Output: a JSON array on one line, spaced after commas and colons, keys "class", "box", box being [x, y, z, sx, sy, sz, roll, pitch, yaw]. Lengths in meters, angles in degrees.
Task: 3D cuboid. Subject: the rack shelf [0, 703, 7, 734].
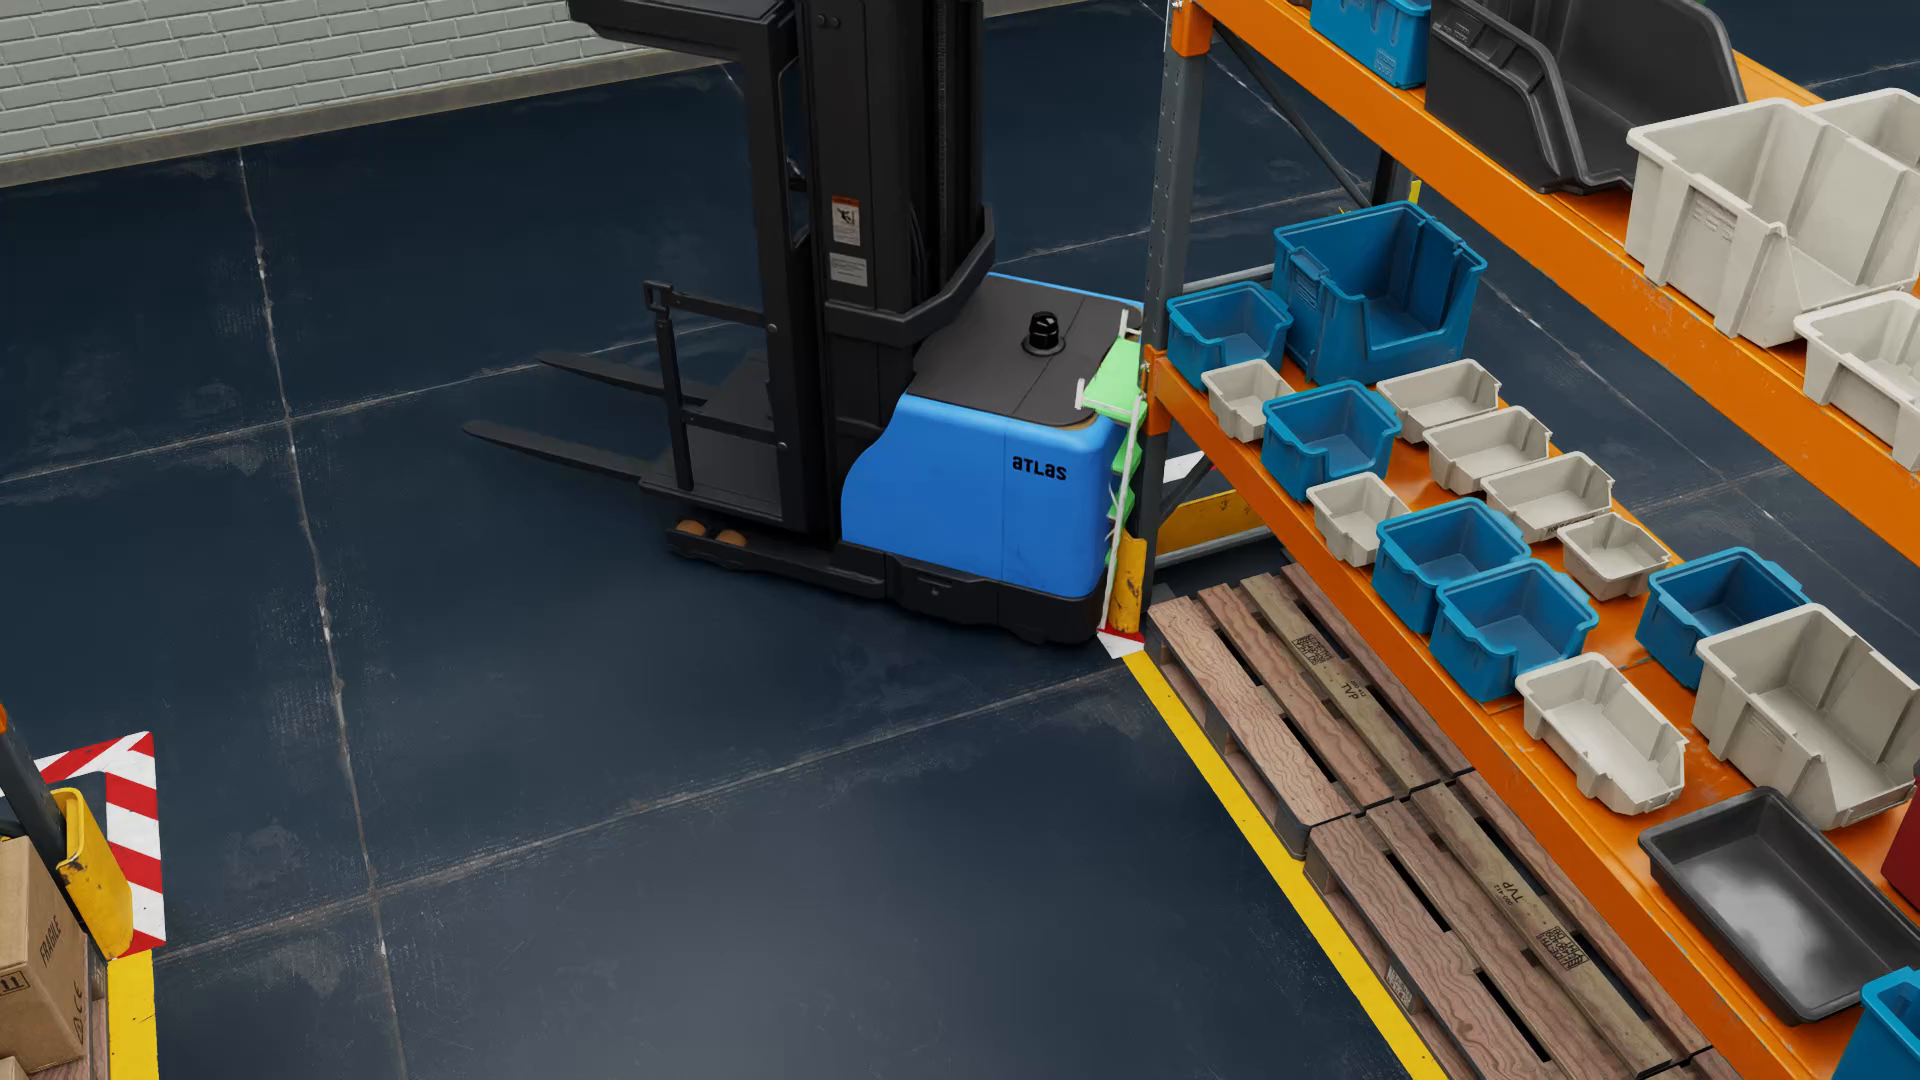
[{"class": "rack shelf", "box": [-2.665, 1.733, 3.486, 1.077, 0.370, 4.000, -15, 43, -17]}]

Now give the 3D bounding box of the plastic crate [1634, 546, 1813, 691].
[{"class": "plastic crate", "box": [2.170, 0.235, 4.758, 0.416, 0.233, 0.300, -15, 43, -17]}]

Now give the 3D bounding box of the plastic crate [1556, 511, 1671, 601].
[{"class": "plastic crate", "box": [1.984, 0.058, 5.038, 0.298, 0.136, 0.250, -15, 43, -17]}]

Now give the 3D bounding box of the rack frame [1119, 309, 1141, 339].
[{"class": "rack frame", "box": [0.706, -0.410, 6.769, 0.240, 1.200, 0.015, 18, 45, 15]}]

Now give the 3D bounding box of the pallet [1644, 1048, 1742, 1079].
[{"class": "pallet", "box": [2.361, 2.055, 4.698, 1.003, 0.211, 1.213, -15, 43, -17]}]

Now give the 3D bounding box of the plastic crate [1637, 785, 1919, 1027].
[{"class": "plastic crate", "box": [2.001, 0.905, 4.061, 0.437, 0.125, 0.590, -15, 43, -17]}]

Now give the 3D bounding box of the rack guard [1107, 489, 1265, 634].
[{"class": "rack guard", "box": [1.126, -0.042, 6.915, 1.175, 0.500, 0.348, -15, 43, -17]}]

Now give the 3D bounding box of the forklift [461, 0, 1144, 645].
[{"class": "forklift", "box": [-0.718, -1.292, 6.505, 3.031, 2.935, 1.130, 14, 43, 16]}]

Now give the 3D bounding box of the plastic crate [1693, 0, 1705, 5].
[{"class": "plastic crate", "box": [1.789, -1.513, 4.570, 0.450, 0.188, 0.336, -15, 43, -17]}]

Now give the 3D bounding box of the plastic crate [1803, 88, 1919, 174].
[{"class": "plastic crate", "box": [2.167, -0.833, 3.820, 0.437, 0.136, 0.530, -15, 43, -17]}]

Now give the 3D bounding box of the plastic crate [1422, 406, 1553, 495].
[{"class": "plastic crate", "box": [1.724, -0.277, 5.428, 0.396, 0.136, 0.243, -15, 43, -17]}]

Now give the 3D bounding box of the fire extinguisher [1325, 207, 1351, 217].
[{"class": "fire extinguisher", "box": [1.510, -1.012, 6.472, 0.296, 0.674, 0.183, -15, 43, -17]}]

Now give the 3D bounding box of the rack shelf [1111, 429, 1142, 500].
[{"class": "rack shelf", "box": [0.618, -0.389, 6.482, 0.258, 0.148, 0.480, 18, 45, 15]}]

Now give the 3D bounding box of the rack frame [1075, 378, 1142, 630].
[{"class": "rack frame", "box": [0.513, -0.111, 6.435, 0.240, 1.200, 0.015, 18, 45, 15]}]

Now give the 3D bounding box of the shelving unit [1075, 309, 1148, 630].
[{"class": "shelving unit", "box": [0.609, -0.260, 6.602, 0.258, 1.200, 0.503, 18, 45, 15]}]

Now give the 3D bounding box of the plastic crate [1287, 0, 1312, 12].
[{"class": "plastic crate", "box": [1.037, -1.765, 4.801, 0.497, 0.269, 0.590, -15, 43, -17]}]

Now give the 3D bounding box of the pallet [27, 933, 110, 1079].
[{"class": "pallet", "box": [-3.095, 1.838, 4.951, 1.003, 0.211, 1.213, -15, 43, -17]}]

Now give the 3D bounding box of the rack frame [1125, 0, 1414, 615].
[{"class": "rack frame", "box": [1.147, -0.978, 6.087, 1.000, 3.000, 0.127, -15, 43, -17]}]

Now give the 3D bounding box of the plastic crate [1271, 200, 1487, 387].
[{"class": "plastic crate", "box": [1.448, -0.860, 5.876, 0.616, 0.435, 0.499, -15, 43, -17]}]

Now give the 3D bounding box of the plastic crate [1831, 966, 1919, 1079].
[{"class": "plastic crate", "box": [2.184, 1.218, 3.499, 0.392, 0.384, 0.575, -15, 43, -17]}]

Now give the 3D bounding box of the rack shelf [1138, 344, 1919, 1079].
[{"class": "rack shelf", "box": [1.913, 0.499, 4.921, 1.077, 0.370, 4.000, -15, 43, -17]}]

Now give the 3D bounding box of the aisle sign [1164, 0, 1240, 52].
[{"class": "aisle sign", "box": [0.845, -1.933, 5.204, 0.394, 0.787, 0.004, -15, 43, -17]}]

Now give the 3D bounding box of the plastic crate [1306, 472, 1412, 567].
[{"class": "plastic crate", "box": [1.244, -0.048, 5.161, 0.250, 0.136, 0.298, -15, 43, -17]}]

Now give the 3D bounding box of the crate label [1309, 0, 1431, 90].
[{"class": "crate label", "box": [1.202, -1.423, 4.418, 0.408, 0.251, 0.502, -15, 43, -17]}]

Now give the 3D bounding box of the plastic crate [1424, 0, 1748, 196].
[{"class": "plastic crate", "box": [1.478, -1.103, 3.980, 0.504, 0.338, 0.767, -15, 43, -17]}]

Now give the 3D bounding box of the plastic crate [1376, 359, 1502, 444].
[{"class": "plastic crate", "box": [1.627, -0.455, 5.635, 0.396, 0.136, 0.243, -15, 43, -17]}]

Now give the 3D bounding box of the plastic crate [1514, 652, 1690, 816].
[{"class": "plastic crate", "box": [1.734, 0.534, 4.484, 0.293, 0.136, 0.466, -15, 43, -17]}]

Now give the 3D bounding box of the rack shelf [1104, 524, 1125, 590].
[{"class": "rack shelf", "box": [0.594, -0.038, 6.809, 0.258, 0.148, 0.480, 18, 45, 15]}]

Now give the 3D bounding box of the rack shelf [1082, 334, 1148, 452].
[{"class": "rack shelf", "box": [0.630, -0.564, 6.319, 0.258, 0.148, 0.480, 18, 45, 15]}]

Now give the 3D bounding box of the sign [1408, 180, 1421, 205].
[{"class": "sign", "box": [1.649, -1.187, 6.205, 0.100, 0.325, 0.005, -15, 43, -17]}]

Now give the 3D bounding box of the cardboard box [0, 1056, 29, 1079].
[{"class": "cardboard box", "box": [-2.923, 1.695, 4.814, 0.380, 0.166, 0.250, -15, 43, -17]}]

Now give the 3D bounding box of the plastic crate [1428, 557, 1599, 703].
[{"class": "plastic crate", "box": [1.556, 0.267, 4.721, 0.416, 0.233, 0.300, -15, 43, -17]}]

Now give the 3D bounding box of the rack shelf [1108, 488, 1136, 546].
[{"class": "rack shelf", "box": [0.606, -0.214, 6.646, 0.258, 0.148, 0.480, 18, 45, 15]}]

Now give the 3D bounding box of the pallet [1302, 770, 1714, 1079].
[{"class": "pallet", "box": [1.890, 1.319, 5.554, 1.003, 0.211, 1.213, -15, 43, -17]}]

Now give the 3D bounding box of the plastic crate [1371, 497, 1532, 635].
[{"class": "plastic crate", "box": [1.441, 0.086, 4.931, 0.416, 0.233, 0.300, -15, 43, -17]}]

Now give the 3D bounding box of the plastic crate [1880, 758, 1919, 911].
[{"class": "plastic crate", "box": [2.568, 0.784, 3.943, 0.402, 0.464, 0.583, -15, 43, -17]}]

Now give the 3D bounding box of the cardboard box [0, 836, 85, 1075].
[{"class": "cardboard box", "box": [-2.995, 1.302, 5.015, 0.500, 0.500, 0.500, -15, 43, -17]}]

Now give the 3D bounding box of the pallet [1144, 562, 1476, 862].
[{"class": "pallet", "box": [1.427, 0.585, 6.407, 1.003, 0.211, 1.213, -15, 43, -17]}]

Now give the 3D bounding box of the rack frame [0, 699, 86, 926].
[{"class": "rack frame", "box": [-3.430, 0.255, 4.653, 1.000, 3.000, 0.127, -15, 43, -17]}]

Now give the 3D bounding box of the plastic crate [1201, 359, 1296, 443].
[{"class": "plastic crate", "box": [0.984, -0.456, 5.636, 0.250, 0.136, 0.298, -15, 43, -17]}]

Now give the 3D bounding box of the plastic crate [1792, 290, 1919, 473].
[{"class": "plastic crate", "box": [1.840, -0.277, 3.174, 0.293, 0.136, 0.466, -15, 43, -17]}]

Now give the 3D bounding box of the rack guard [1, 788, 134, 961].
[{"class": "rack guard", "box": [-3.401, 1.249, 5.415, 1.175, 0.500, 0.348, -15, 43, -17]}]

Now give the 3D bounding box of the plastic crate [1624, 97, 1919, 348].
[{"class": "plastic crate", "box": [1.710, -0.659, 3.506, 0.437, 0.282, 0.530, -15, 43, -17]}]

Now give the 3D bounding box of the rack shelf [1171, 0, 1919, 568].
[{"class": "rack shelf", "box": [1.913, -0.638, 3.943, 1.077, 0.370, 4.000, -15, 43, -17]}]

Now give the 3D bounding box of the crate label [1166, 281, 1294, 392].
[{"class": "crate label", "box": [0.938, -0.707, 5.854, 0.416, 0.233, 0.303, -15, 43, -17]}]

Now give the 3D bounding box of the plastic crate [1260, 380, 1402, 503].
[{"class": "plastic crate", "box": [1.190, -0.310, 5.393, 0.416, 0.233, 0.300, -15, 43, -17]}]

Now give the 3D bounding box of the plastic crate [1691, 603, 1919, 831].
[{"class": "plastic crate", "box": [2.264, 0.487, 4.427, 0.437, 0.282, 0.530, -15, 43, -17]}]

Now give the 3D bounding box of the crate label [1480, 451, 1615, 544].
[{"class": "crate label", "box": [1.853, -0.115, 5.240, 0.396, 0.136, 0.243, -15, 43, -17]}]
